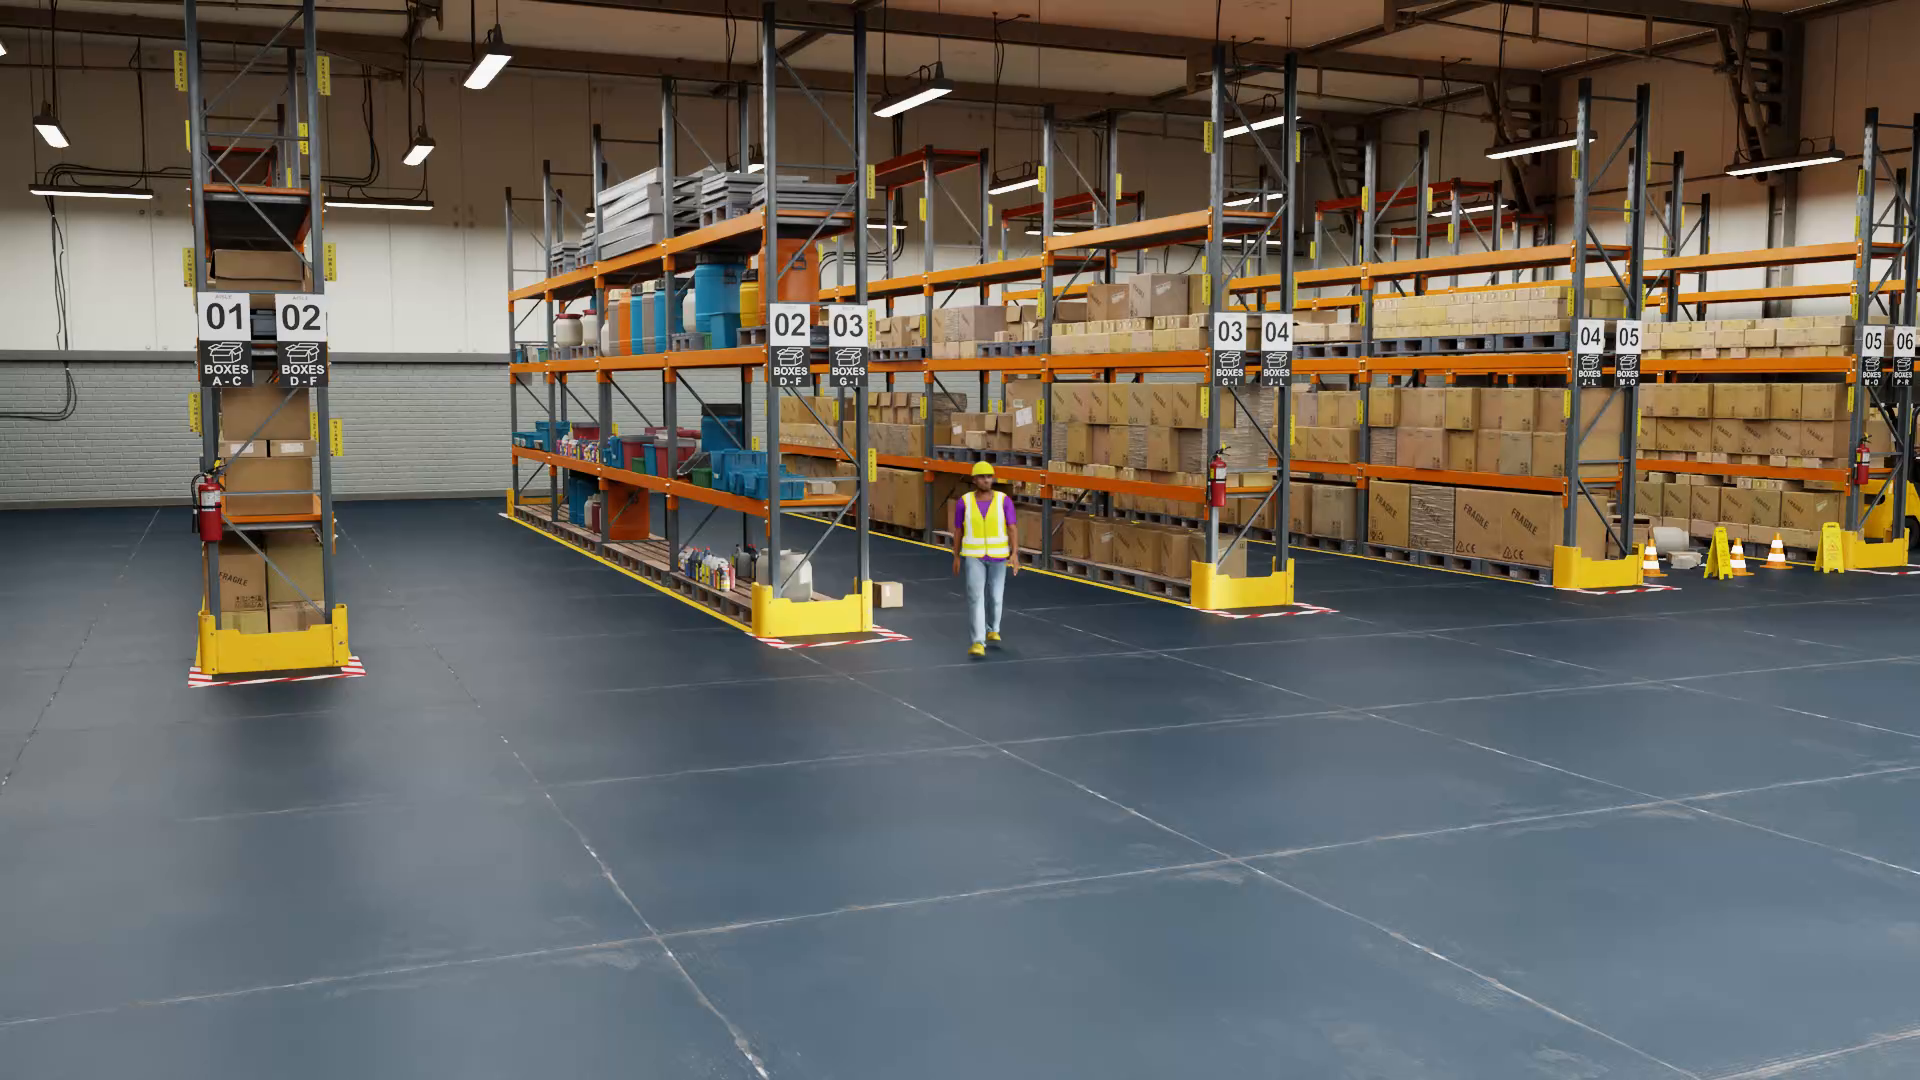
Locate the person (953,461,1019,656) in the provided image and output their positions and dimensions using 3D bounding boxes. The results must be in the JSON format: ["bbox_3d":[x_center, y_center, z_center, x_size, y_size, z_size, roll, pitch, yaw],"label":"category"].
[{"bbox_3d":[0.235,0.156,15.021,0.588,1.733,0.996,0,5,-3],"label":"person"}]
